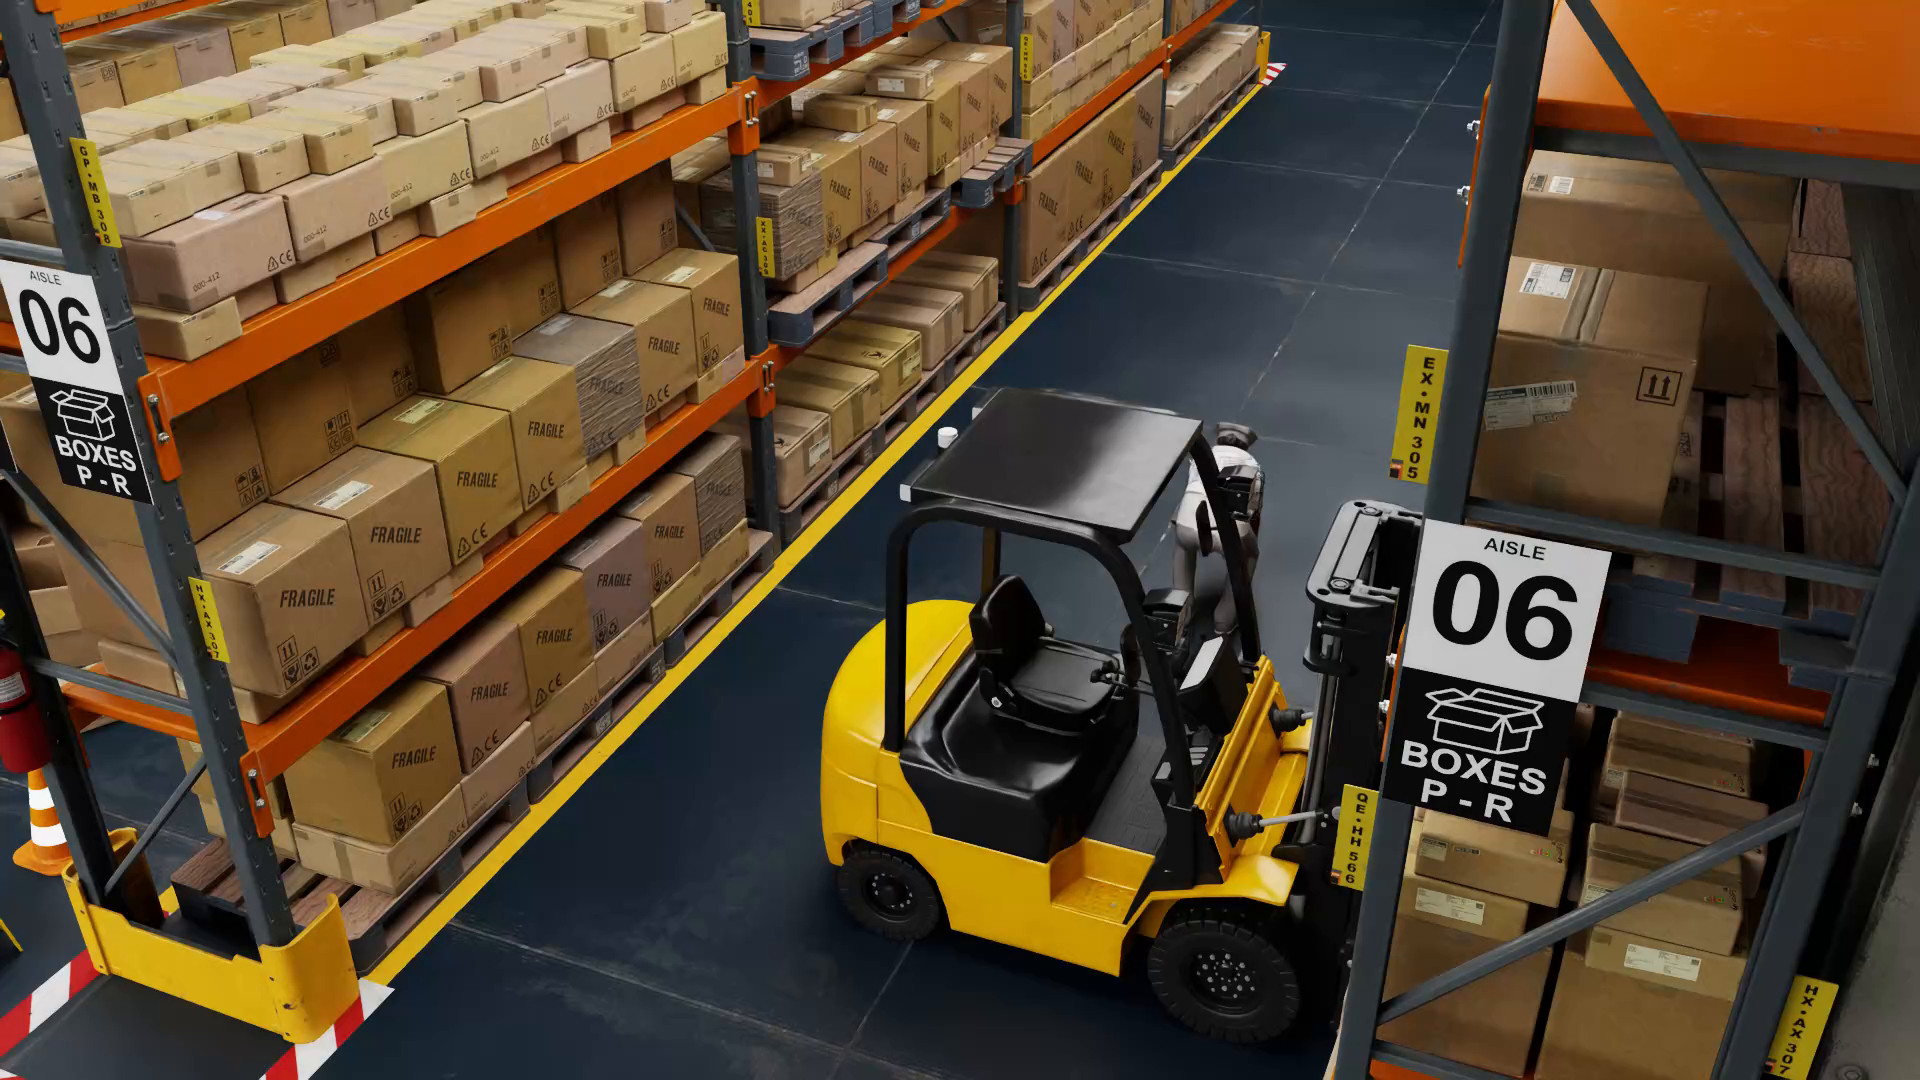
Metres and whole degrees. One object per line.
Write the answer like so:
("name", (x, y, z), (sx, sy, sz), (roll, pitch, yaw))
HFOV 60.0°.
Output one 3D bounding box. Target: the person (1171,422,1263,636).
("person", (1.429, -0.062, 9.168), (0.469, 1.003, 0.932), (10, 31, 17))
